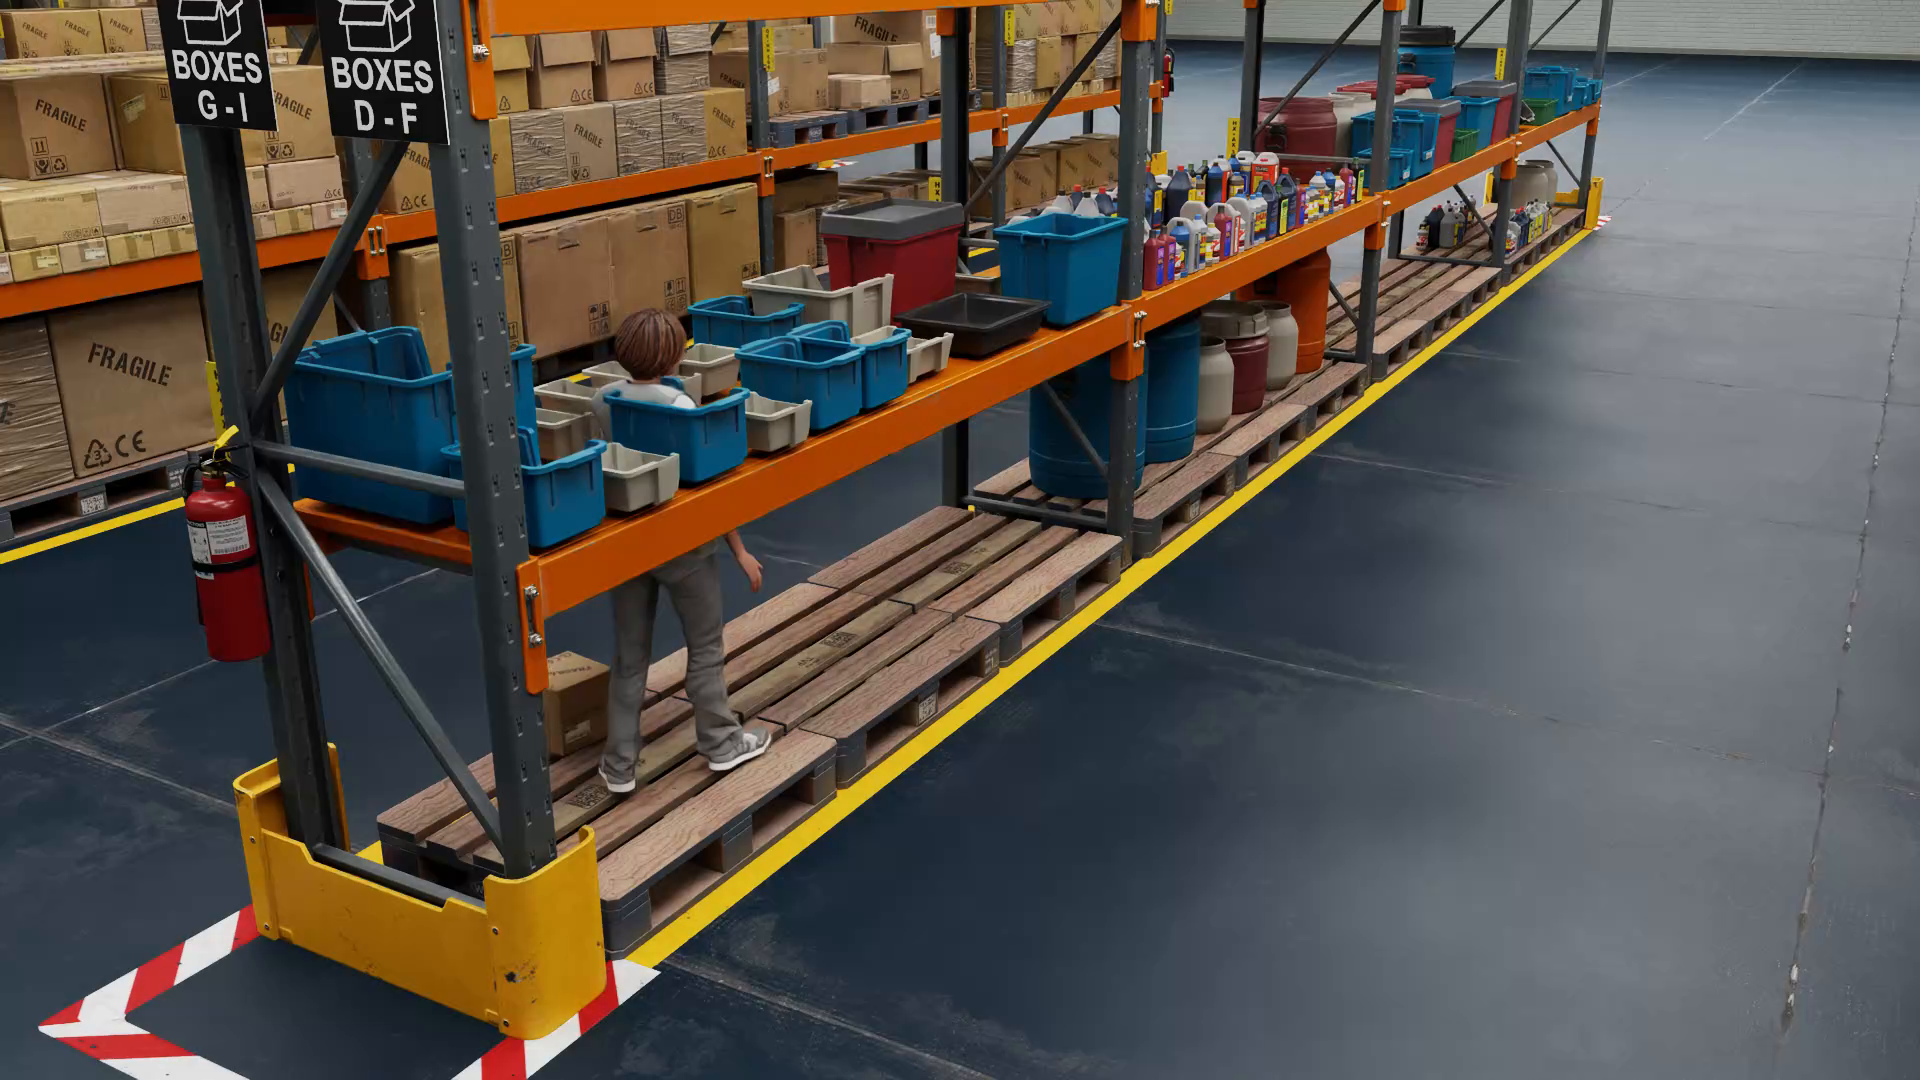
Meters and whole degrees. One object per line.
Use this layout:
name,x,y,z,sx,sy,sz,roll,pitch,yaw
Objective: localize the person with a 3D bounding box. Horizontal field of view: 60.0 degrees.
person,-0.898,0.030,5.341,0.588,1.582,0.574,10,22,25
